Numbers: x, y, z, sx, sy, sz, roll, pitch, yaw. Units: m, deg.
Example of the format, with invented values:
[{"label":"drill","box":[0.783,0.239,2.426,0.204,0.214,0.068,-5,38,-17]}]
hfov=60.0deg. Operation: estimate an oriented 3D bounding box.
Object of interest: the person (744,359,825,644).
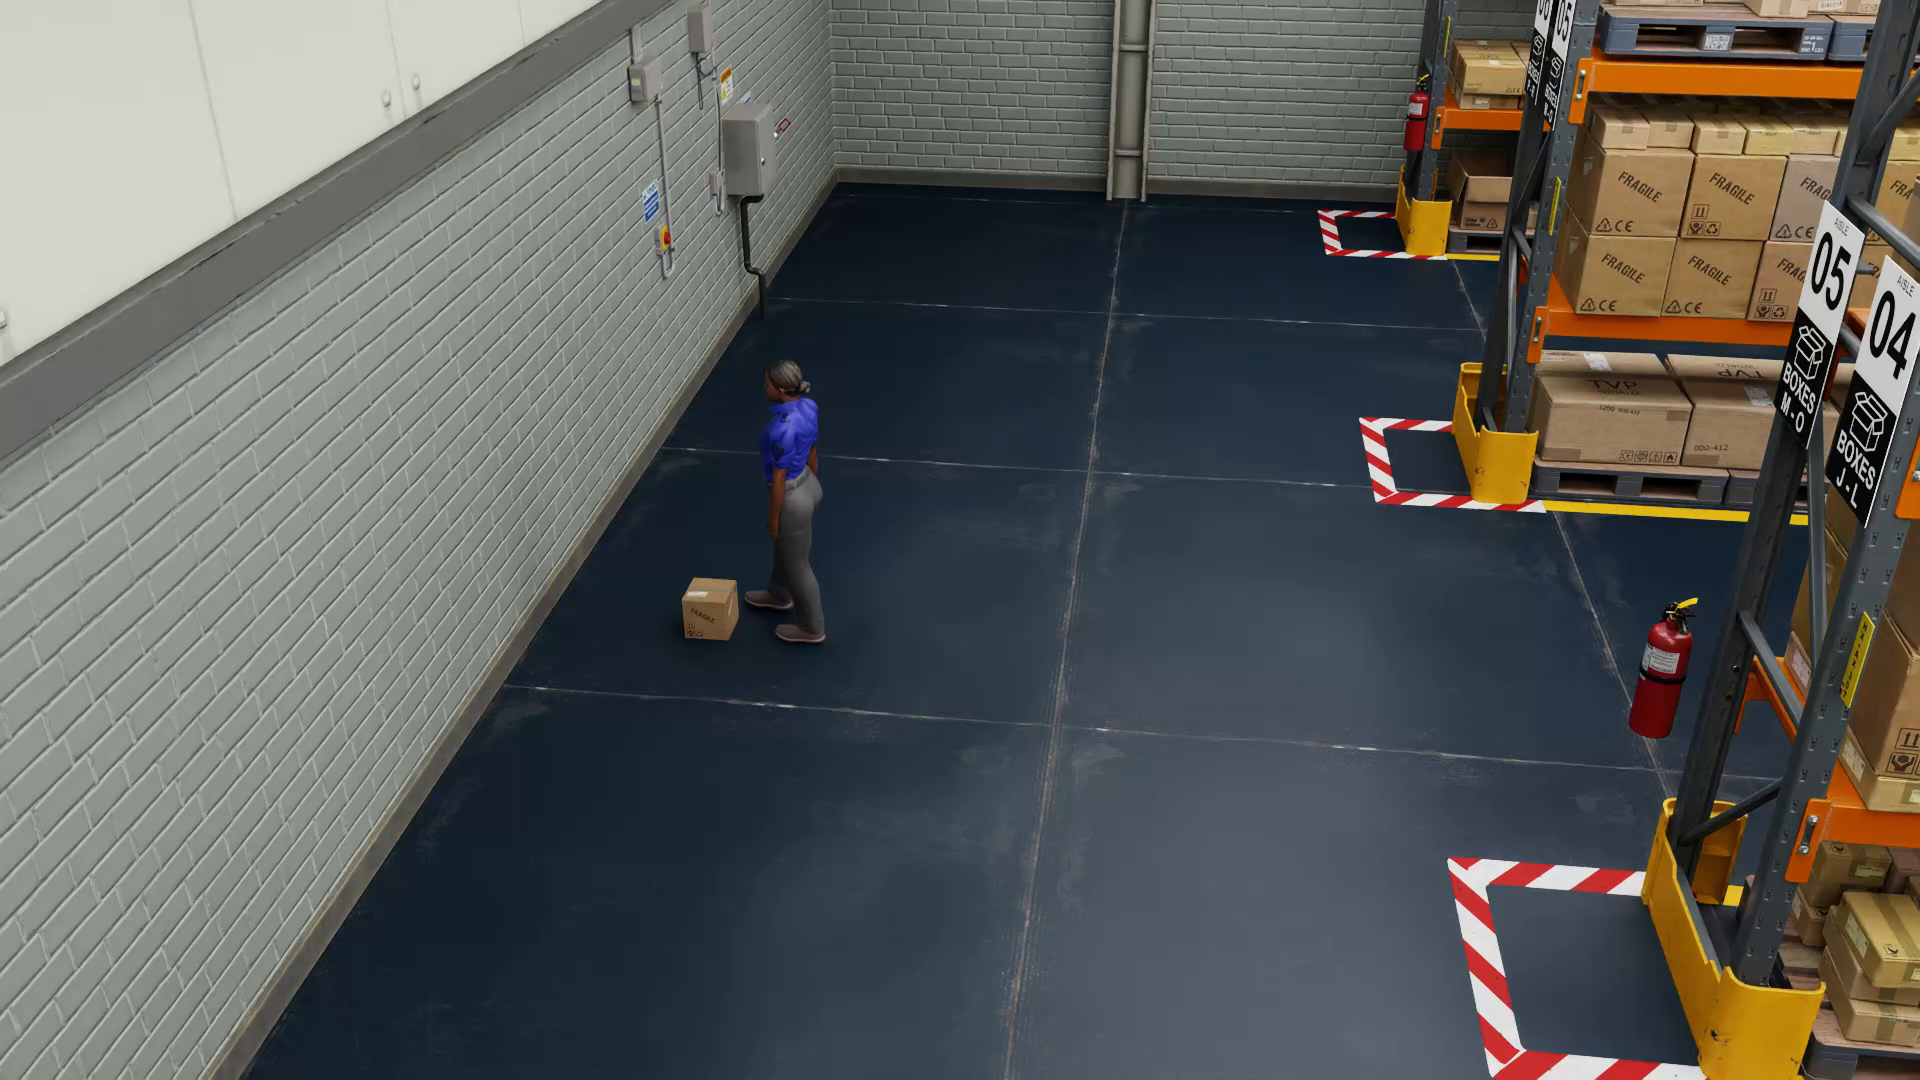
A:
[{"label":"person","box":[-1.013,-0.239,9.048,0.585,1.653,0.494,7,29,13]}]
